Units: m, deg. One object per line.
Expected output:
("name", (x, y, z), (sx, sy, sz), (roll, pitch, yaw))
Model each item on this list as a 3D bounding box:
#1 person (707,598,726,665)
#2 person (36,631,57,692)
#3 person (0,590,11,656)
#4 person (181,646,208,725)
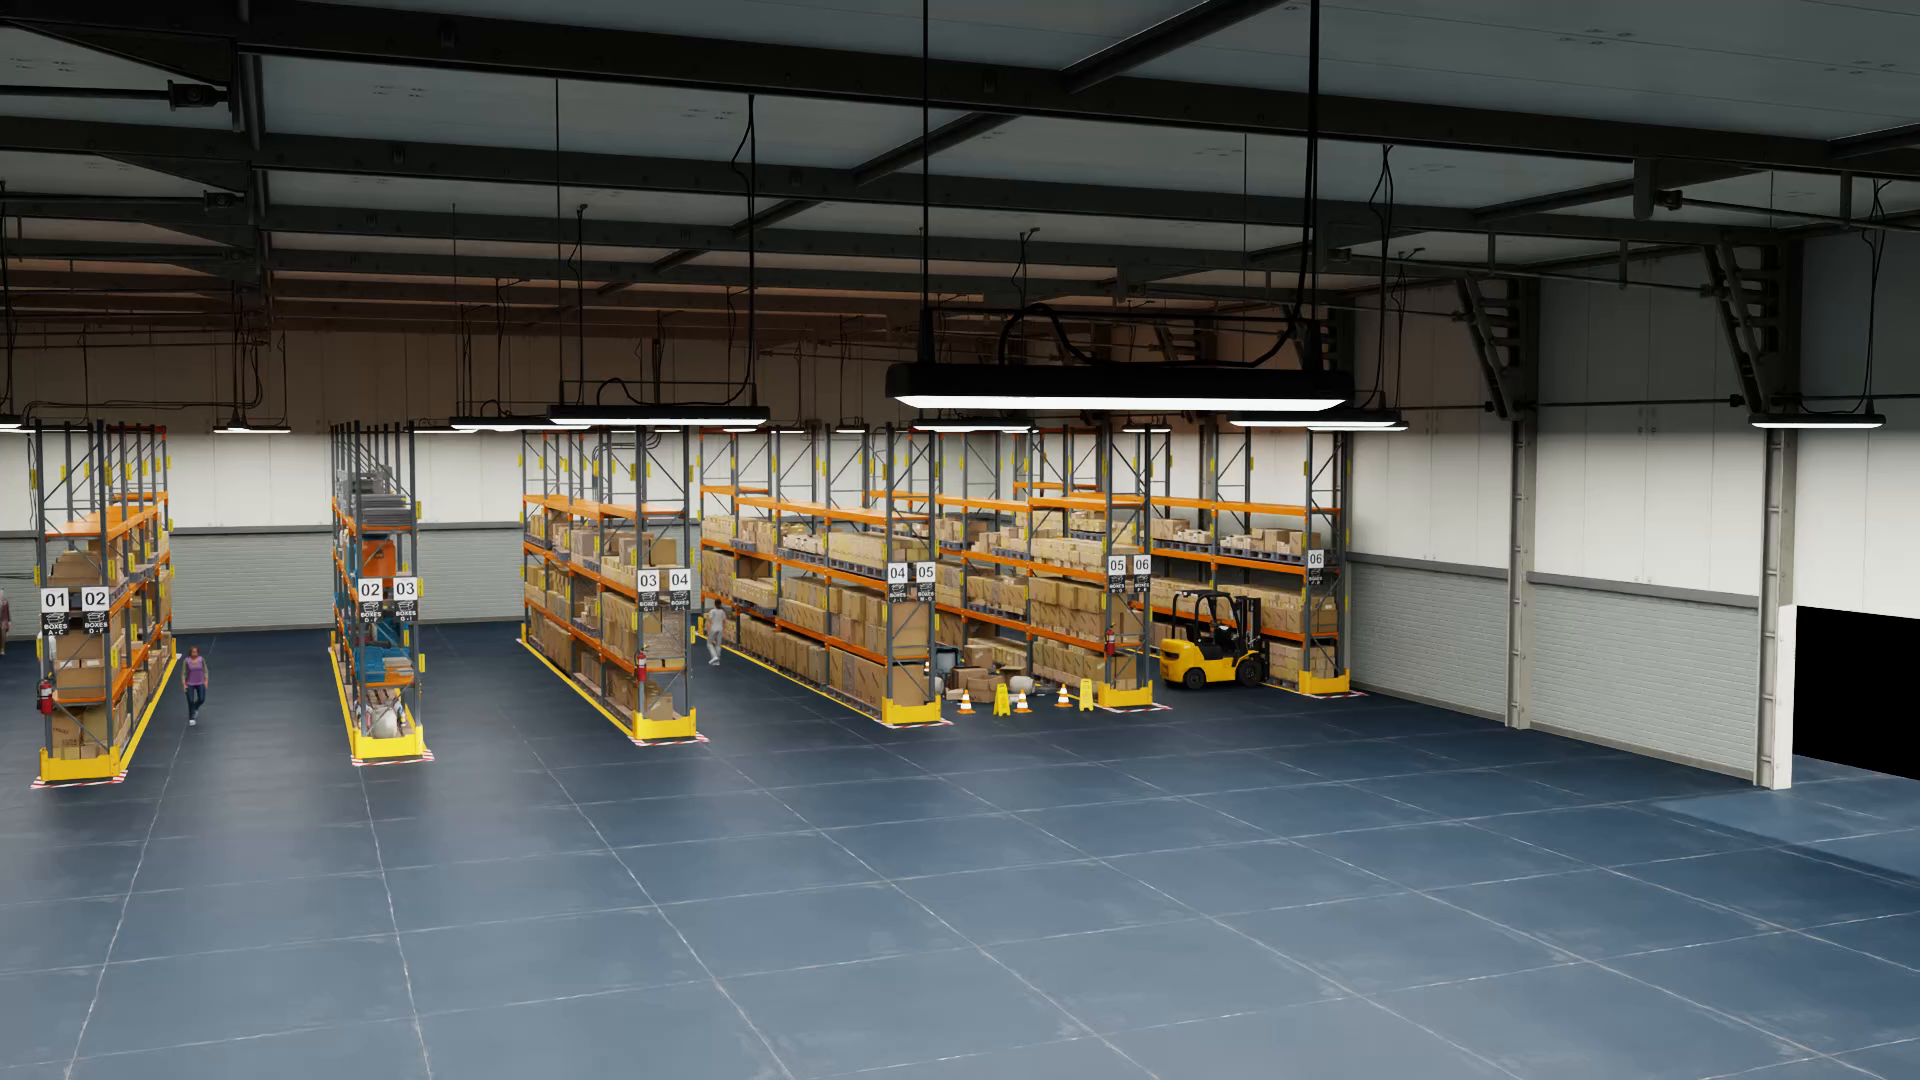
("person", (-6.045, 2.292, 41.419), (0.481, 1.671, 0.463), (-1, 4, -23))
("person", (-19.855, 2.572, 36.336), (0.549, 1.710, 0.984), (-2, 4, -34))
("person", (-25.045, 2.144, 43.269), (0.567, 1.716, 1.170), (-2, 4, -25))
("person", (-15.243, 2.879, 33.102), (0.503, 1.581, 0.487), (-2, 4, -31))
